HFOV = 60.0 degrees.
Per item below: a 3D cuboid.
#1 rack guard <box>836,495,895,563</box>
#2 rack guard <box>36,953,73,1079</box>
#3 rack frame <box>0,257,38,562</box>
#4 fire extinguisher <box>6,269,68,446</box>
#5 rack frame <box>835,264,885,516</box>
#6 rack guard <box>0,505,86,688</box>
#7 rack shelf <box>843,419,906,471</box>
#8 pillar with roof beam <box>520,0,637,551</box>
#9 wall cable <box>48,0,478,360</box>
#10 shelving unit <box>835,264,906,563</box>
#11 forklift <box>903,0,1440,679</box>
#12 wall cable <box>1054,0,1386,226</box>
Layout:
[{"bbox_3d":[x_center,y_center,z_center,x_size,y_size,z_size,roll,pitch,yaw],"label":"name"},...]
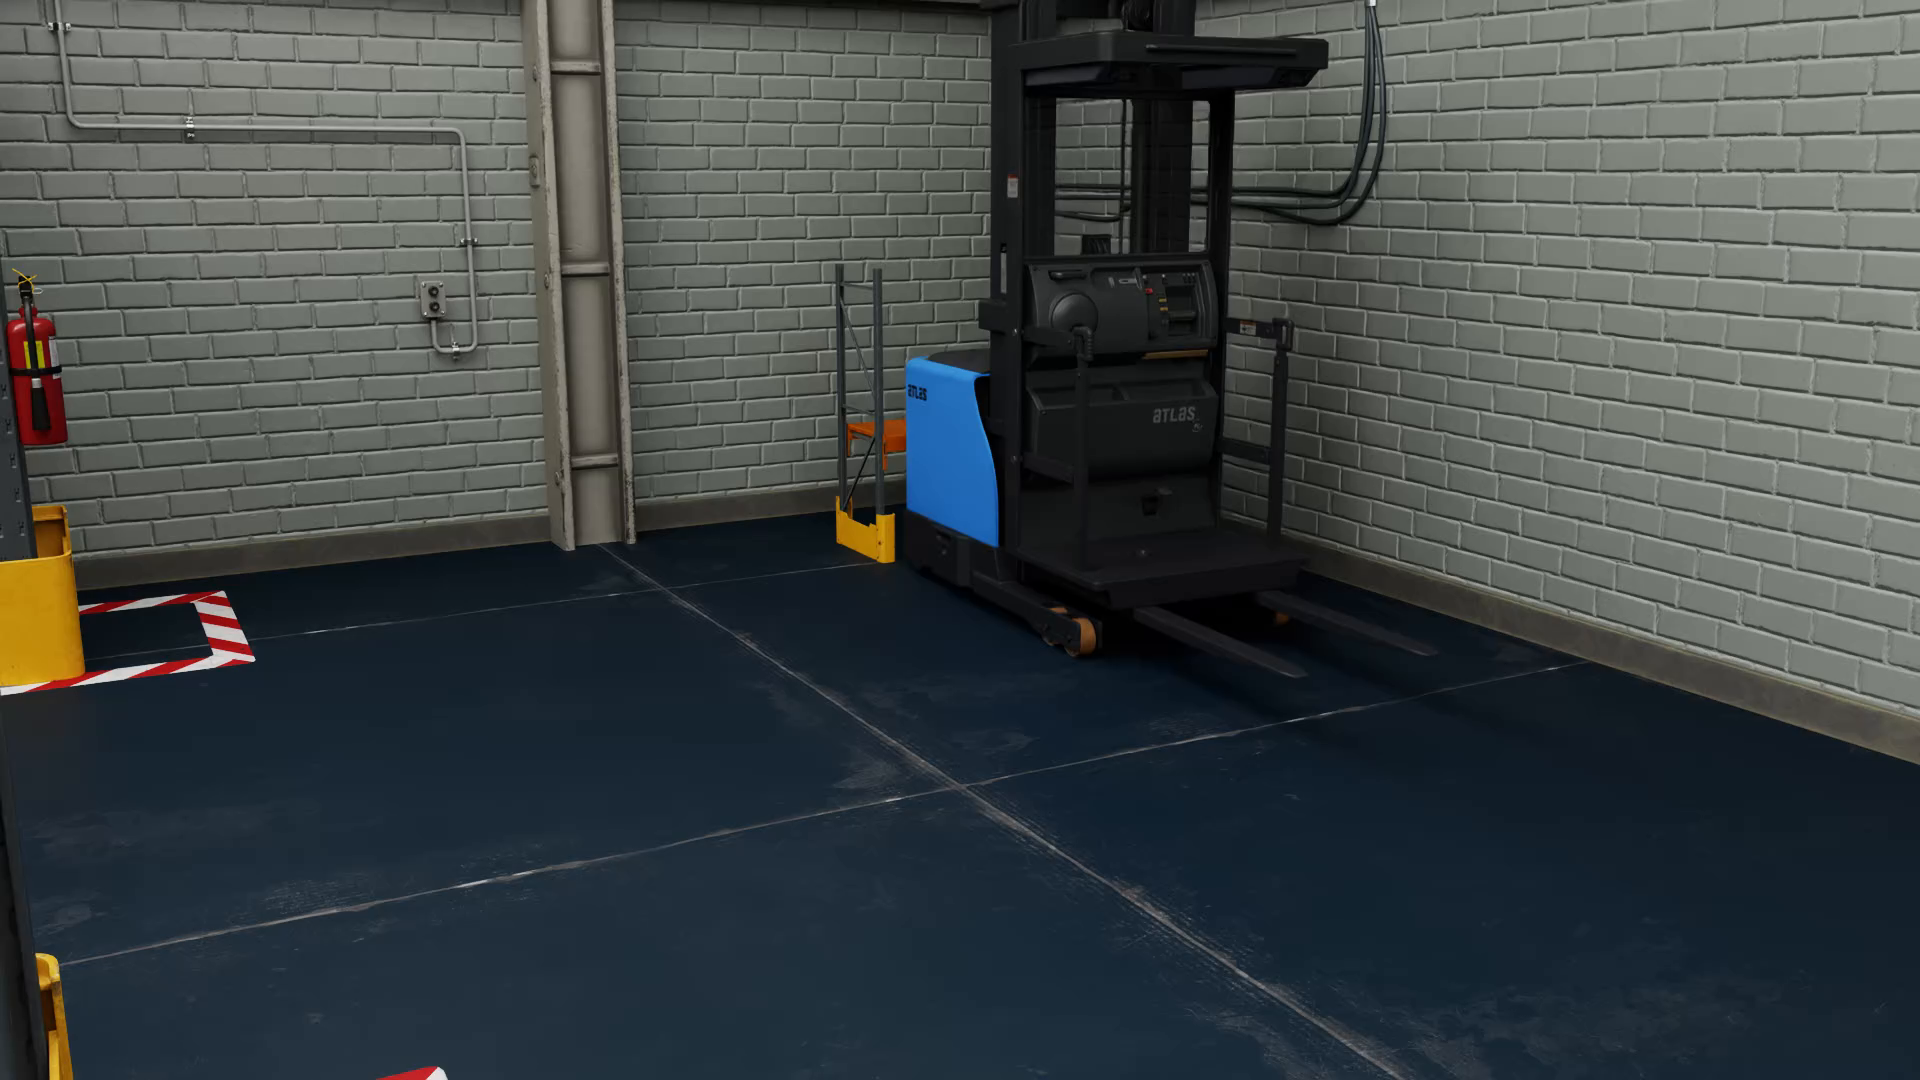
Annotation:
[{"bbox_3d":[-0.504,-0.062,8.813,0.087,0.250,0.587,-7,14,-28],"label":"rack guard"},{"bbox_3d":[-1.647,1.176,2.744,0.348,0.500,1.175,-7,14,-28],"label":"rack guard"},{"bbox_3d":[-3.957,-1.005,6.745,0.127,3.000,1.000,-7,14,-28],"label":"rack frame"},{"bbox_3d":[-3.604,-0.713,6.470,0.183,0.674,0.296,-7,14,-28],"label":"fire extinguisher"},{"bbox_3d":[-0.521,-0.669,8.667,0.032,1.500,0.500,-7,14,-28],"label":"rack frame"},{"bbox_3d":[-3.936,0.212,7.031,0.348,0.500,1.175,-7,14,-28],"label":"rack guard"},{"bbox_3d":[-0.075,-0.547,8.944,1.000,0.185,0.538,-7,14,-28],"label":"rack shelf"},{"bbox_3d":[0.061,-3.553,4.403,0.400,9.000,9.100,-7,14,-28],"label":"pillar with roof beam"},{"bbox_3d":[-3.287,-1.818,8.042,1.851,1.984,0.084,-7,14,-28],"label":"wall cable"},{"bbox_3d":[-0.067,-0.724,8.909,1.083,1.500,0.587,-7,14,-28],"label":"shelving unit"},{"bbox_3d":[0.821,-1.052,7.109,1.130,2.935,3.031,-6,14,-26],"label":"forklift"},{"bbox_3d":[1.178,-2.943,8.765,0.112,2.526,3.097,-7,14,-28],"label":"wall cable"}]
